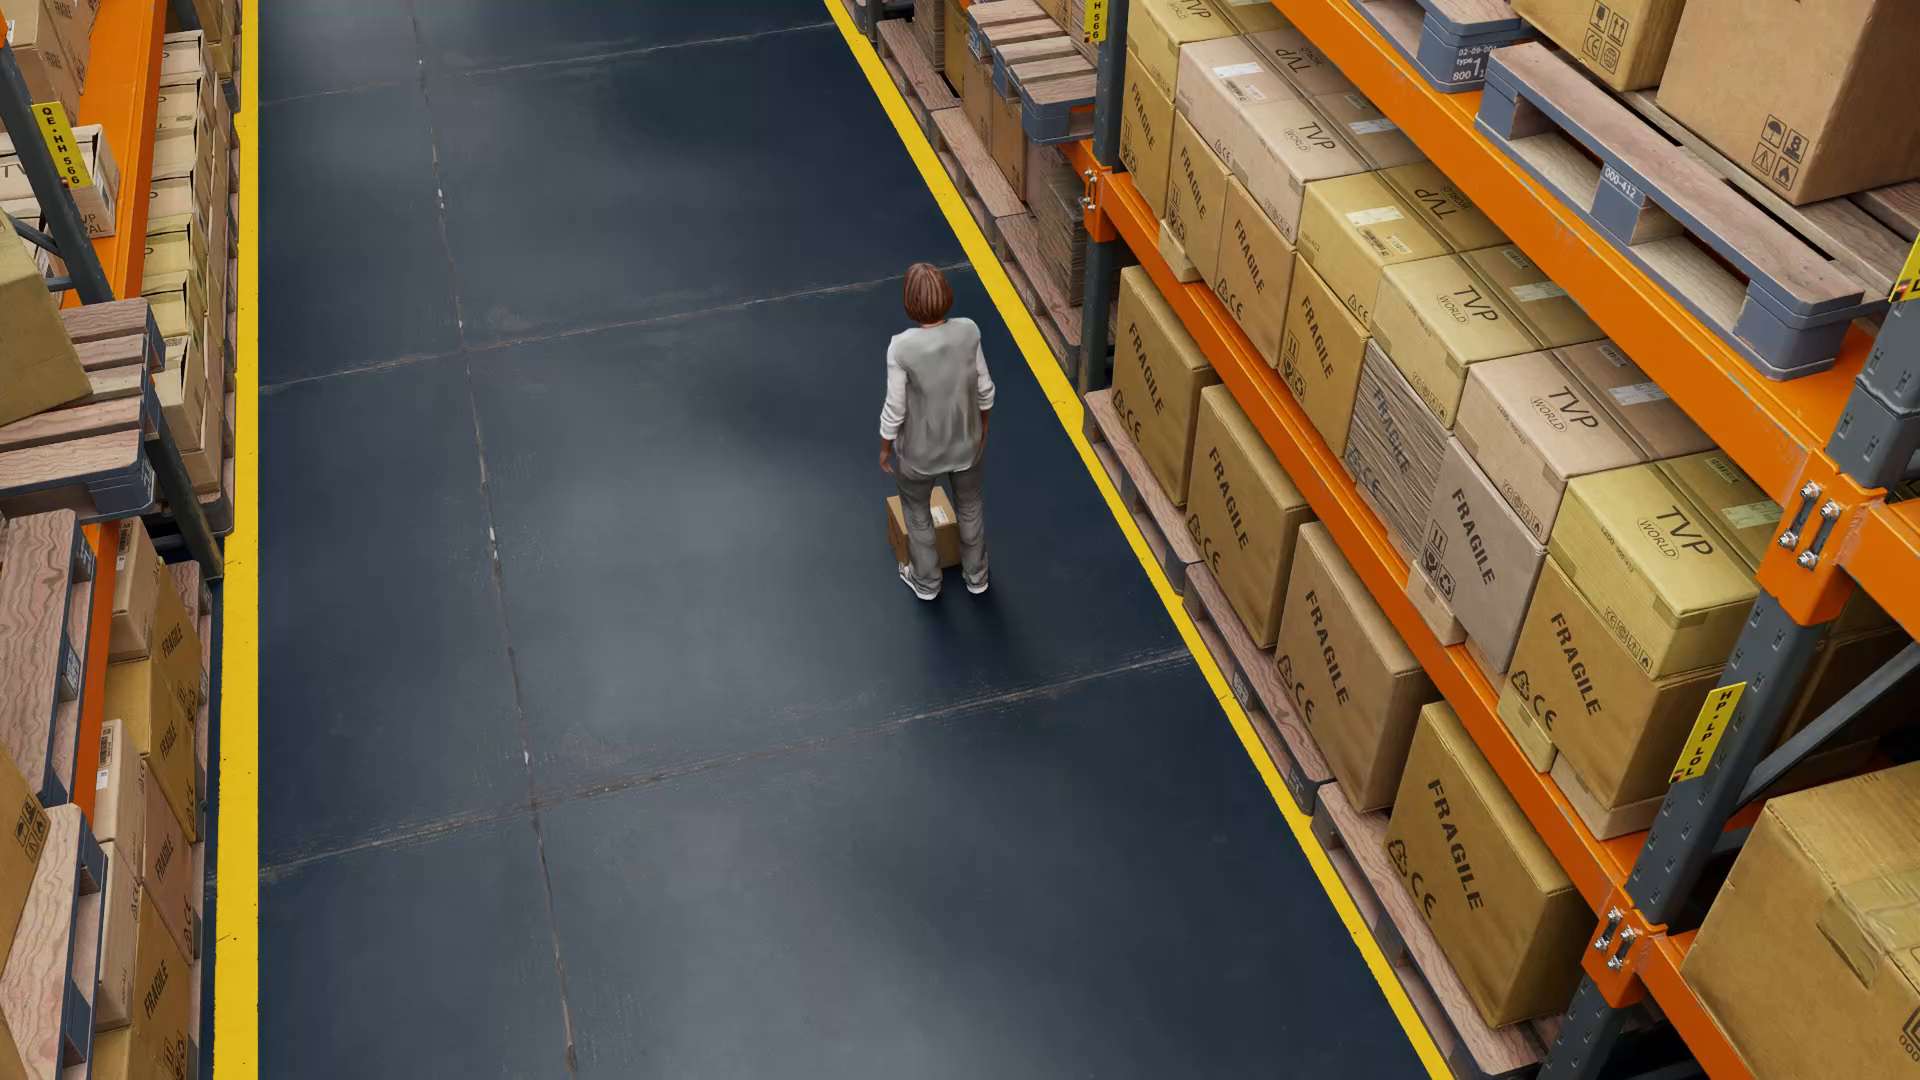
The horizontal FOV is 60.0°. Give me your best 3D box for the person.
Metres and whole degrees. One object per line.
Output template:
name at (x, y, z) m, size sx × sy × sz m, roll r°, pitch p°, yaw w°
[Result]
person at (-0.089, -0.388, 6.587) m, size 0.485 × 1.594 × 0.370 m, roll -14°, pitch 45°, yaw -15°
